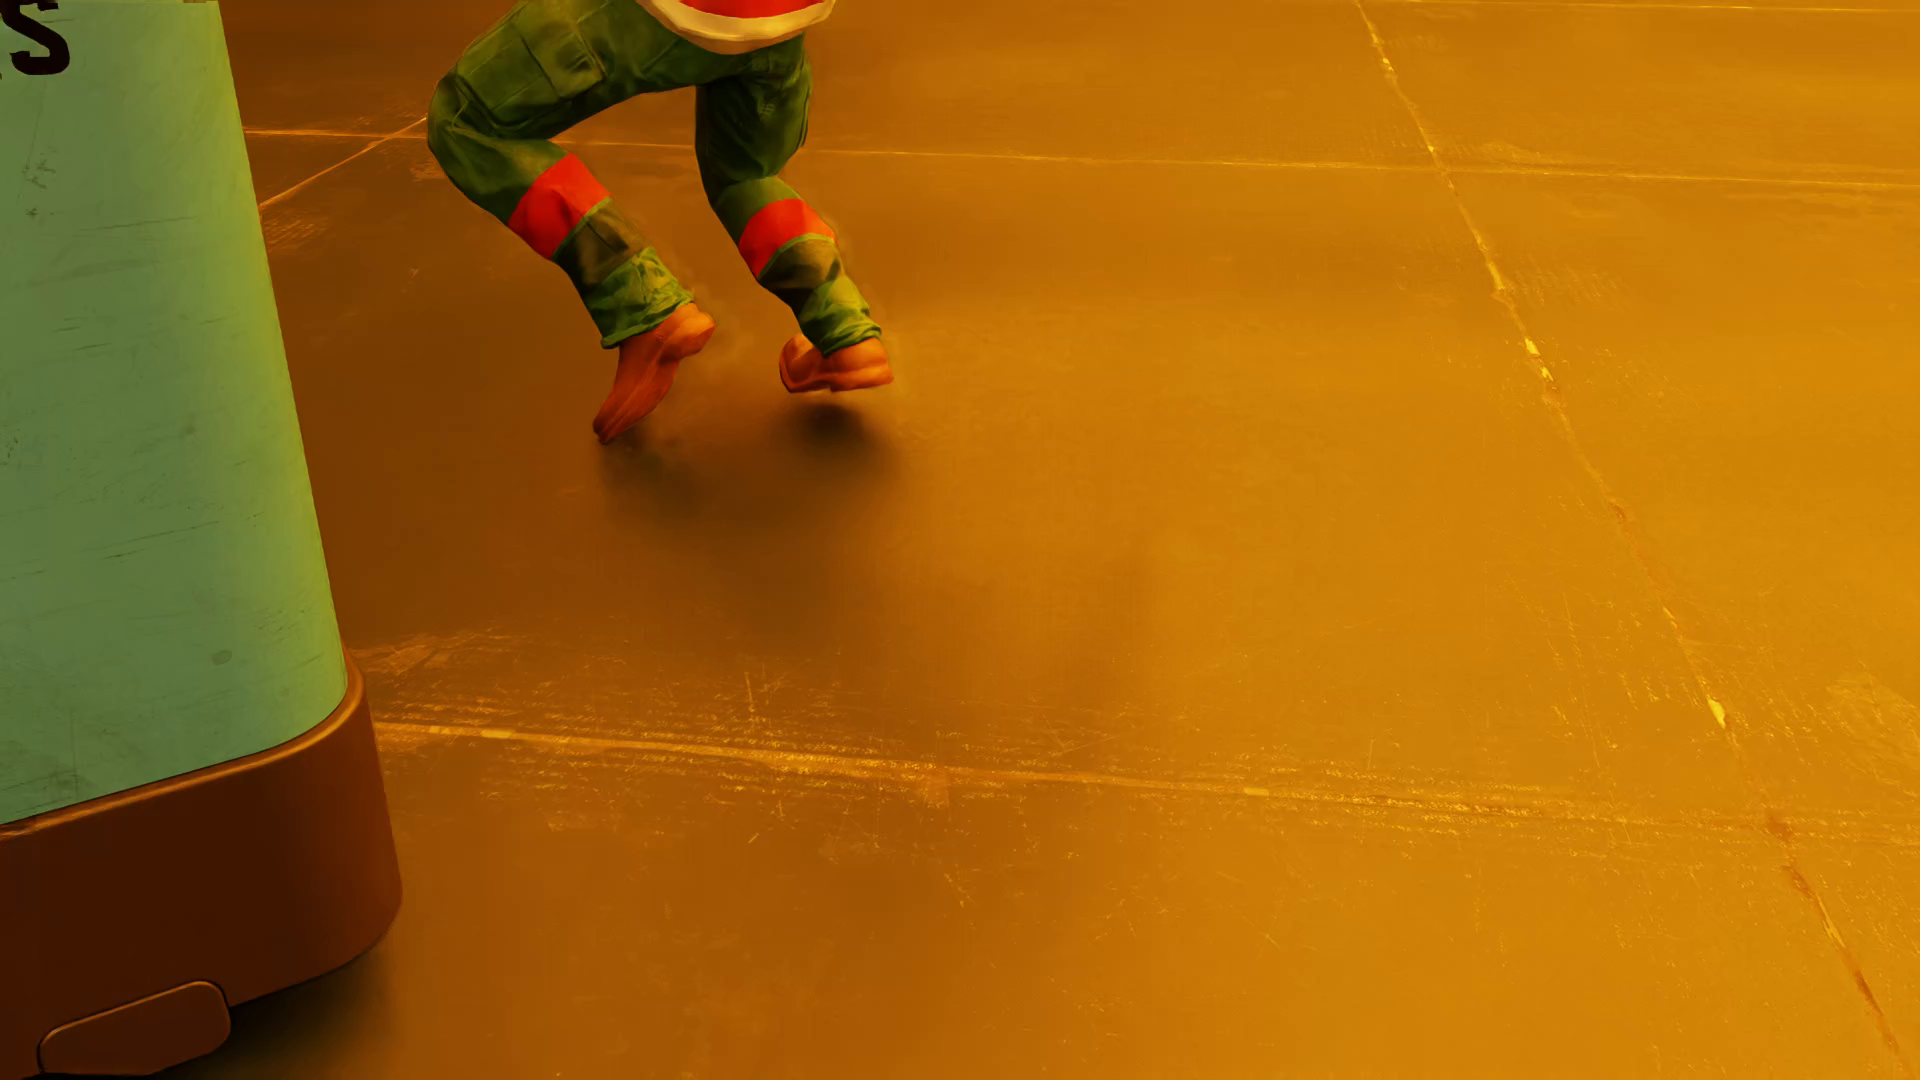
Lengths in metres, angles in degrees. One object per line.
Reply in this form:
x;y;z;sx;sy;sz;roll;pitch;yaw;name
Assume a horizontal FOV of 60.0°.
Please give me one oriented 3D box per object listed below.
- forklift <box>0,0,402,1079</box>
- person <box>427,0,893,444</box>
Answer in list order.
-2.067;-0.710;0.640;3.031;2.935;1.130;-16;30;-28;forklift
-0.448;-0.913;2.471;0.803;1.676;1.050;19;32;34;person
